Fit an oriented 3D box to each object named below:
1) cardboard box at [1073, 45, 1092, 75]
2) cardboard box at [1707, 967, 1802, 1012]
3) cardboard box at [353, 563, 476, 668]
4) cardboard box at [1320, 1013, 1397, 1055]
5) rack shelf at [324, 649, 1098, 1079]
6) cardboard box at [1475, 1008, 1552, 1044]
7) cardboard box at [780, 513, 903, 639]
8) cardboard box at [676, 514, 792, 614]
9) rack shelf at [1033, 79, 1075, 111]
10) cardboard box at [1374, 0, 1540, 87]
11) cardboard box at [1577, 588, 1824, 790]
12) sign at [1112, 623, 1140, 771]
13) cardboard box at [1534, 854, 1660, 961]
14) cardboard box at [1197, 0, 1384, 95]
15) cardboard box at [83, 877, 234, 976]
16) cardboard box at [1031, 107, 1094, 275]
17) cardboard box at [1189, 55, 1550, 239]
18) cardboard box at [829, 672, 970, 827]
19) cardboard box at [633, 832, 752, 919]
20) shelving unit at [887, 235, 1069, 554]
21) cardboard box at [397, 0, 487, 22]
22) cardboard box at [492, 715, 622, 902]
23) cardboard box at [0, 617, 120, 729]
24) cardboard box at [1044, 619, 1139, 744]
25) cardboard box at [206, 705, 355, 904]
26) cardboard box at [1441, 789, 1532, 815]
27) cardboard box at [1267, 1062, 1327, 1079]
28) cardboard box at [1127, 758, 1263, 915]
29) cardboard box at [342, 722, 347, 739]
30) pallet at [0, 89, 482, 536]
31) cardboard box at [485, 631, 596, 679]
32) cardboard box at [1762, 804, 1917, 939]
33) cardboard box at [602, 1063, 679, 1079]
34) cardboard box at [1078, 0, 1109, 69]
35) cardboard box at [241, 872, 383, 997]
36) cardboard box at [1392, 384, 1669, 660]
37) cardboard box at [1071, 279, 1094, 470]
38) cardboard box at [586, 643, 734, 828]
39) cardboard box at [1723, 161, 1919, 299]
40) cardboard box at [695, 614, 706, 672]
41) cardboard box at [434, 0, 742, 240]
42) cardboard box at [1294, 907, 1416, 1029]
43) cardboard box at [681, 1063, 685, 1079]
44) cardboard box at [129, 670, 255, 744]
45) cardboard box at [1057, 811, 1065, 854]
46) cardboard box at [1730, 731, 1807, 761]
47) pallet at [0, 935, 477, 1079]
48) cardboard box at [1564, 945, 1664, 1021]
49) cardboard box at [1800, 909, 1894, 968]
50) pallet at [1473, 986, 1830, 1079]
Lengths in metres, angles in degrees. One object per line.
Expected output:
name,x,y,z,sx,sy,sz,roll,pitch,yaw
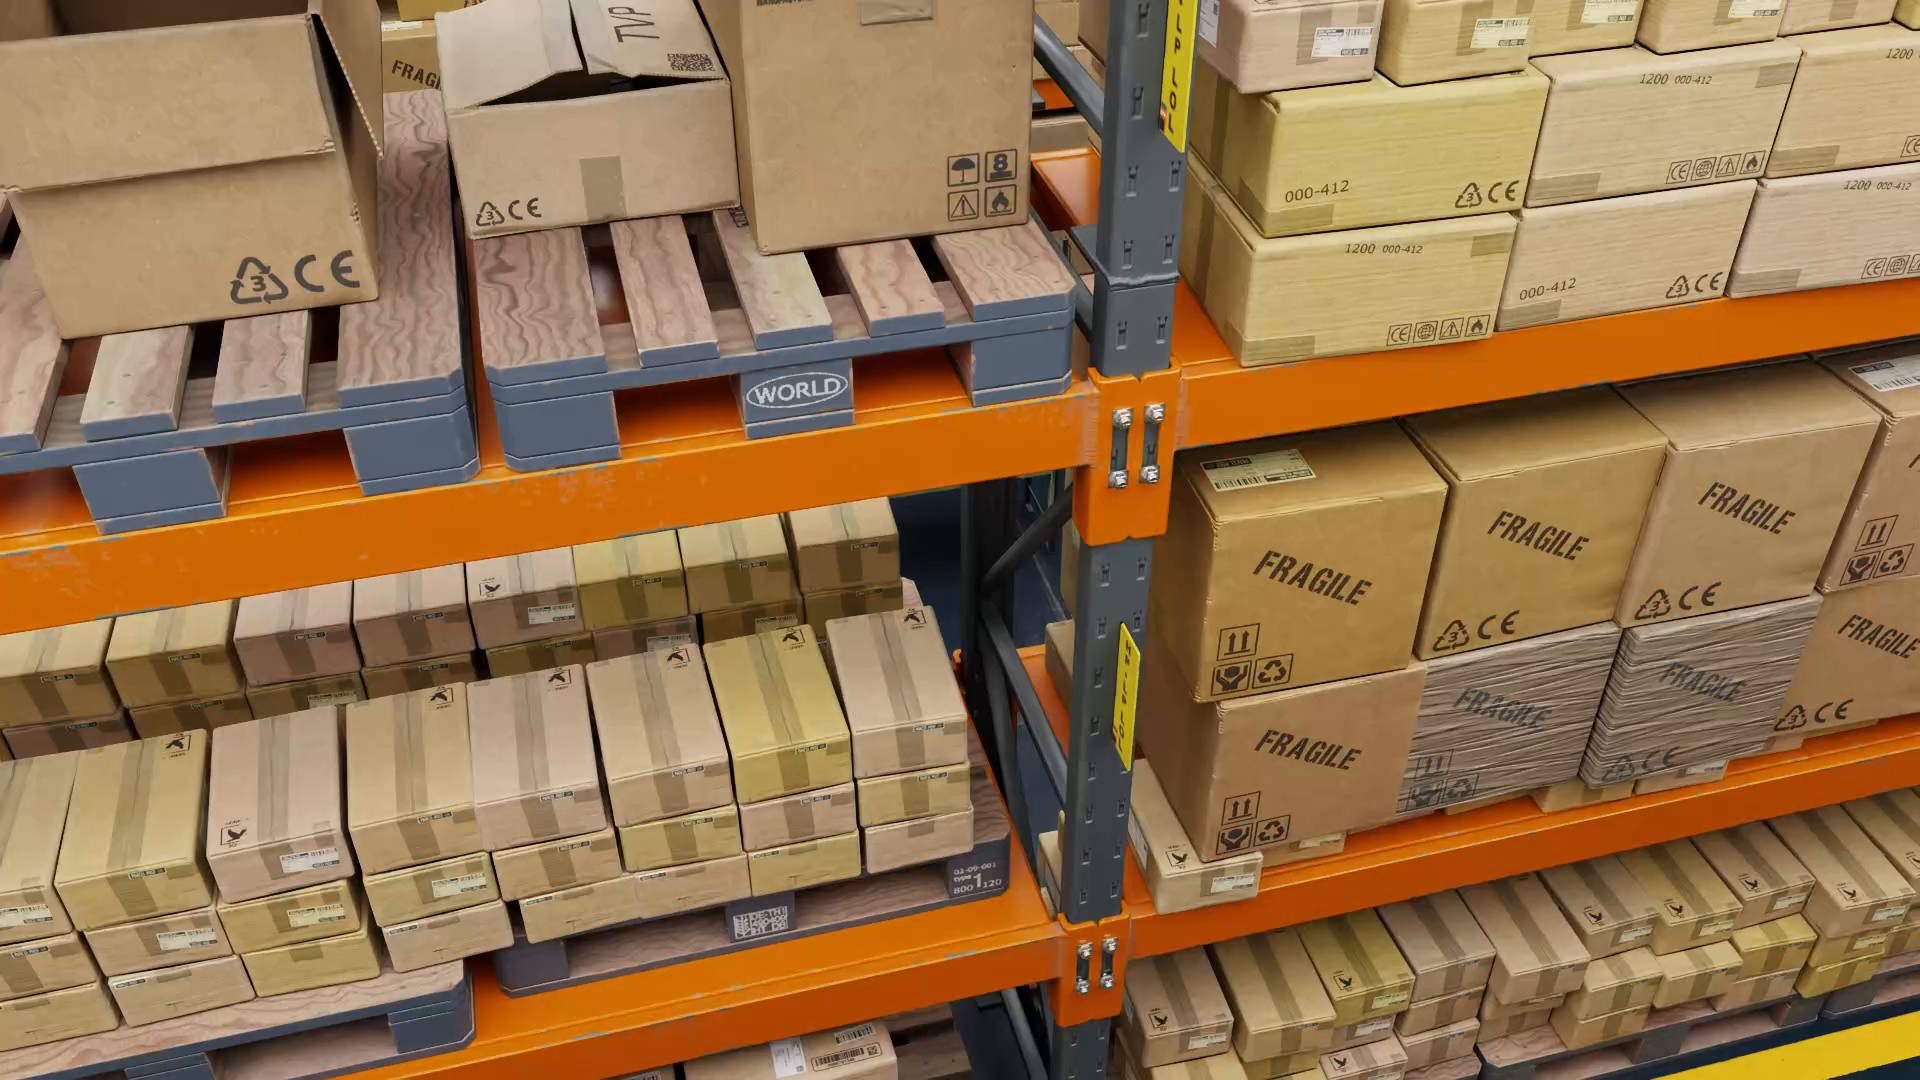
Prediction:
cardboard box,0.619,-2.424,8.156,0.250,0.149,0.380,-9,38,-11
cardboard box,2.365,1.244,5.156,0.250,0.149,0.380,-9,38,-11
cardboard box,-1.314,0.114,4.003,0.250,0.149,0.380,-10,38,-12
cardboard box,1.071,1.284,4.858,0.250,0.149,0.380,-10,38,-12
rack shelf,-1.740,1.062,3.985,4.000,0.370,1.077,-9,38,-12
cardboard box,1.592,1.311,5.068,0.250,0.149,0.380,-11,39,-14
cardboard box,-0.309,0.067,4.310,0.250,0.149,0.380,-9,38,-11
cardboard box,-0.577,-0.004,4.157,0.250,0.149,0.380,-8,38,-11
rack shelf,0.926,-2.497,8.638,4.000,0.370,1.077,-9,38,-12
cardboard box,0.807,-0.957,2.947,0.250,0.149,0.380,-11,39,-14
cardboard box,1.706,0.229,4.154,0.500,0.500,0.500,-10,39,-13
sign,0.339,0.324,3.404,0.005,0.325,0.100,-9,38,-12
cardboard box,1.845,1.039,4.934,0.250,0.149,0.380,-11,39,-14
cardboard box,0.535,-0.933,2.917,0.250,0.149,0.380,-10,39,-13
cardboard box,-1.649,0.699,3.484,0.250,0.149,0.380,-8,38,-10
cardboard box,0.522,-1.989,8.785,0.875,0.875,0.875,-9,38,-12
cardboard box,0.718,-0.807,3.079,0.500,0.250,0.500,-8,38,-10
cardboard box,-0.142,0.453,3.805,0.250,0.149,0.380,-8,38,-11
cardboard box,-0.633,0.651,3.791,0.250,0.149,0.380,-9,38,-12
shelving unit,-0.006,-0.595,6.793,0.755,1.500,0.431,-9,38,-12
cardboard box,-2.285,-2.696,7.398,0.637,0.503,0.797,-9,38,-11
cardboard box,-0.899,0.579,3.641,0.250,0.149,0.380,-11,39,-13
cardboard box,-2.068,0.240,3.840,0.250,0.149,0.380,-8,38,-10
cardboard box,0.406,0.376,4.496,0.250,0.149,0.380,-10,38,-12
cardboard box,-1.404,0.540,3.447,0.250,0.149,0.380,-11,39,-14
cardboard box,1.287,0.509,4.323,0.250,0.149,0.380,-11,39,-14
cardboard box,0.883,1.513,4.804,0.250,0.149,0.380,-8,38,-11
cardboard box,0.550,0.706,4.065,0.250,0.149,0.380,-8,38,-10
cardboard box,-1.569,0.395,4.126,0.250,0.149,0.380,-10,39,-13
pallet,-1.433,-0.456,3.063,1.003,0.211,1.213,-9,38,-12
cardboard box,-1.059,0.192,4.147,0.250,0.149,0.380,-11,39,-14
cardboard box,2.622,0.988,5.001,0.250,0.149,0.380,-8,38,-10
cardboard box,-0.962,1.327,4.141,0.500,0.250,0.500,-8,38,-10
cardboard box,0.570,-1.093,3.454,0.500,0.250,0.500,-11,39,-14
cardboard box,-1.398,0.780,3.623,0.250,0.149,0.380,-8,38,-10
cardboard box,1.187,-0.115,3.782,0.500,0.500,0.500,-10,39,-13
cardboard box,0.574,-0.329,4.061,0.500,0.500,0.500,-11,39,-14
cardboard box,-0.655,0.417,3.608,0.250,0.149,0.380,-11,39,-13
cardboard box,1.696,-0.747,3.412,0.500,0.250,0.500,-8,38,-10
cardboard box,-0.575,0.232,4.339,0.250,0.149,0.380,-9,38,-11
cardboard box,-0.713,-0.847,3.148,0.500,0.311,0.500,-10,39,-13
cardboard box,1.090,1.178,4.753,0.250,0.149,0.380,-10,39,-13
cardboard box,-0.592,1.247,4.863,0.500,0.500,0.500,-8,38,-10
cardboard box,-1.819,0.316,3.985,0.250,0.149,0.380,-10,39,-13
cardboard box,0.467,0.979,5.012,0.250,0.149,0.380,-8,38,-11
cardboard box,2.055,0.399,4.466,0.250,0.149,0.380,-8,38,-10
pallet,-1.770,0.831,3.852,1.213,0.211,1.003,-9,38,-12
cardboard box,1.864,1.211,4.954,0.250,0.149,0.380,-10,38,-12
cardboard box,2.620,1.097,5.103,0.250,0.149,0.380,-9,38,-11
pallet,2.010,1.244,5.450,1.213,0.211,1.003,-9,38,-12
